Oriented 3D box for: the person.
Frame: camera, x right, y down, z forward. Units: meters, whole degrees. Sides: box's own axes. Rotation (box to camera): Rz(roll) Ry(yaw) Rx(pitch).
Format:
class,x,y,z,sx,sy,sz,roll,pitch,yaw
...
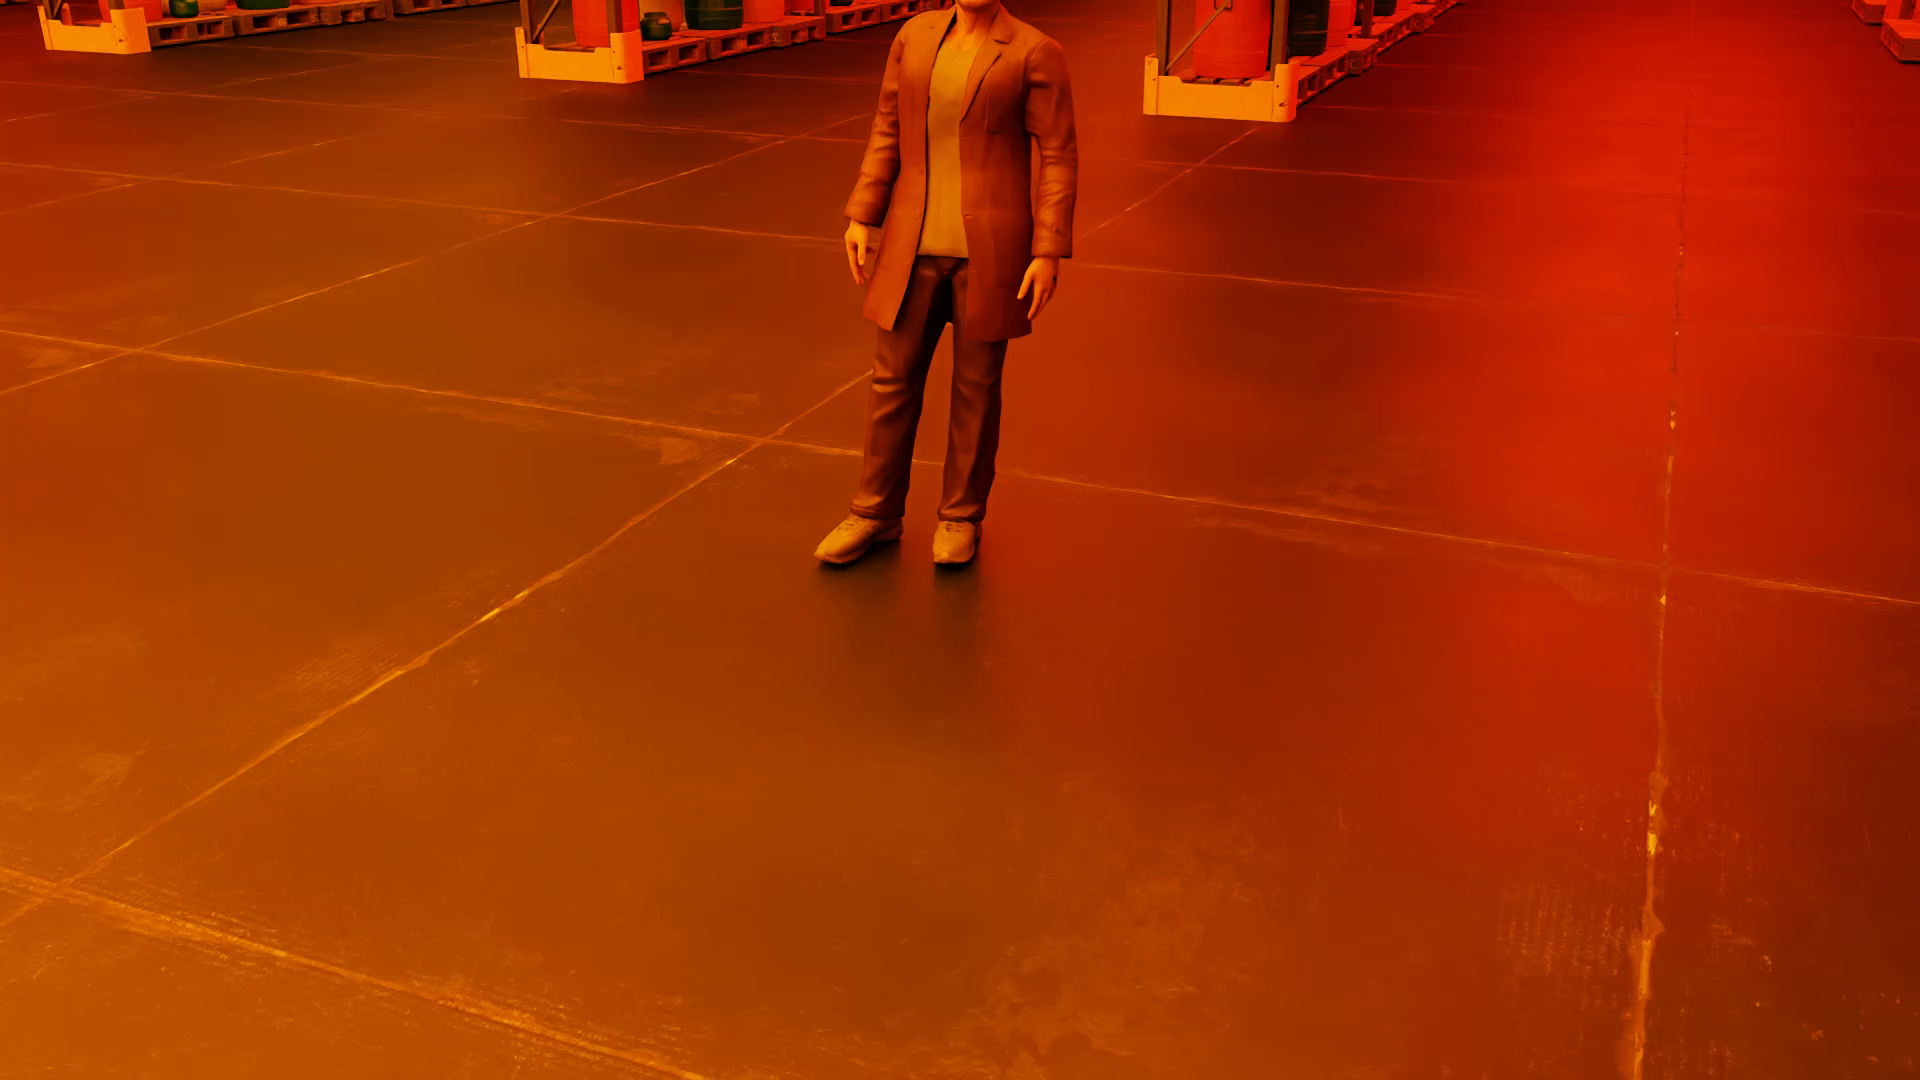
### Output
class,x,y,z,sx,sy,sz,roll,pitch,yaw
person,-0.039,-0.795,4.672,0.696,1.775,0.582,9,24,21
